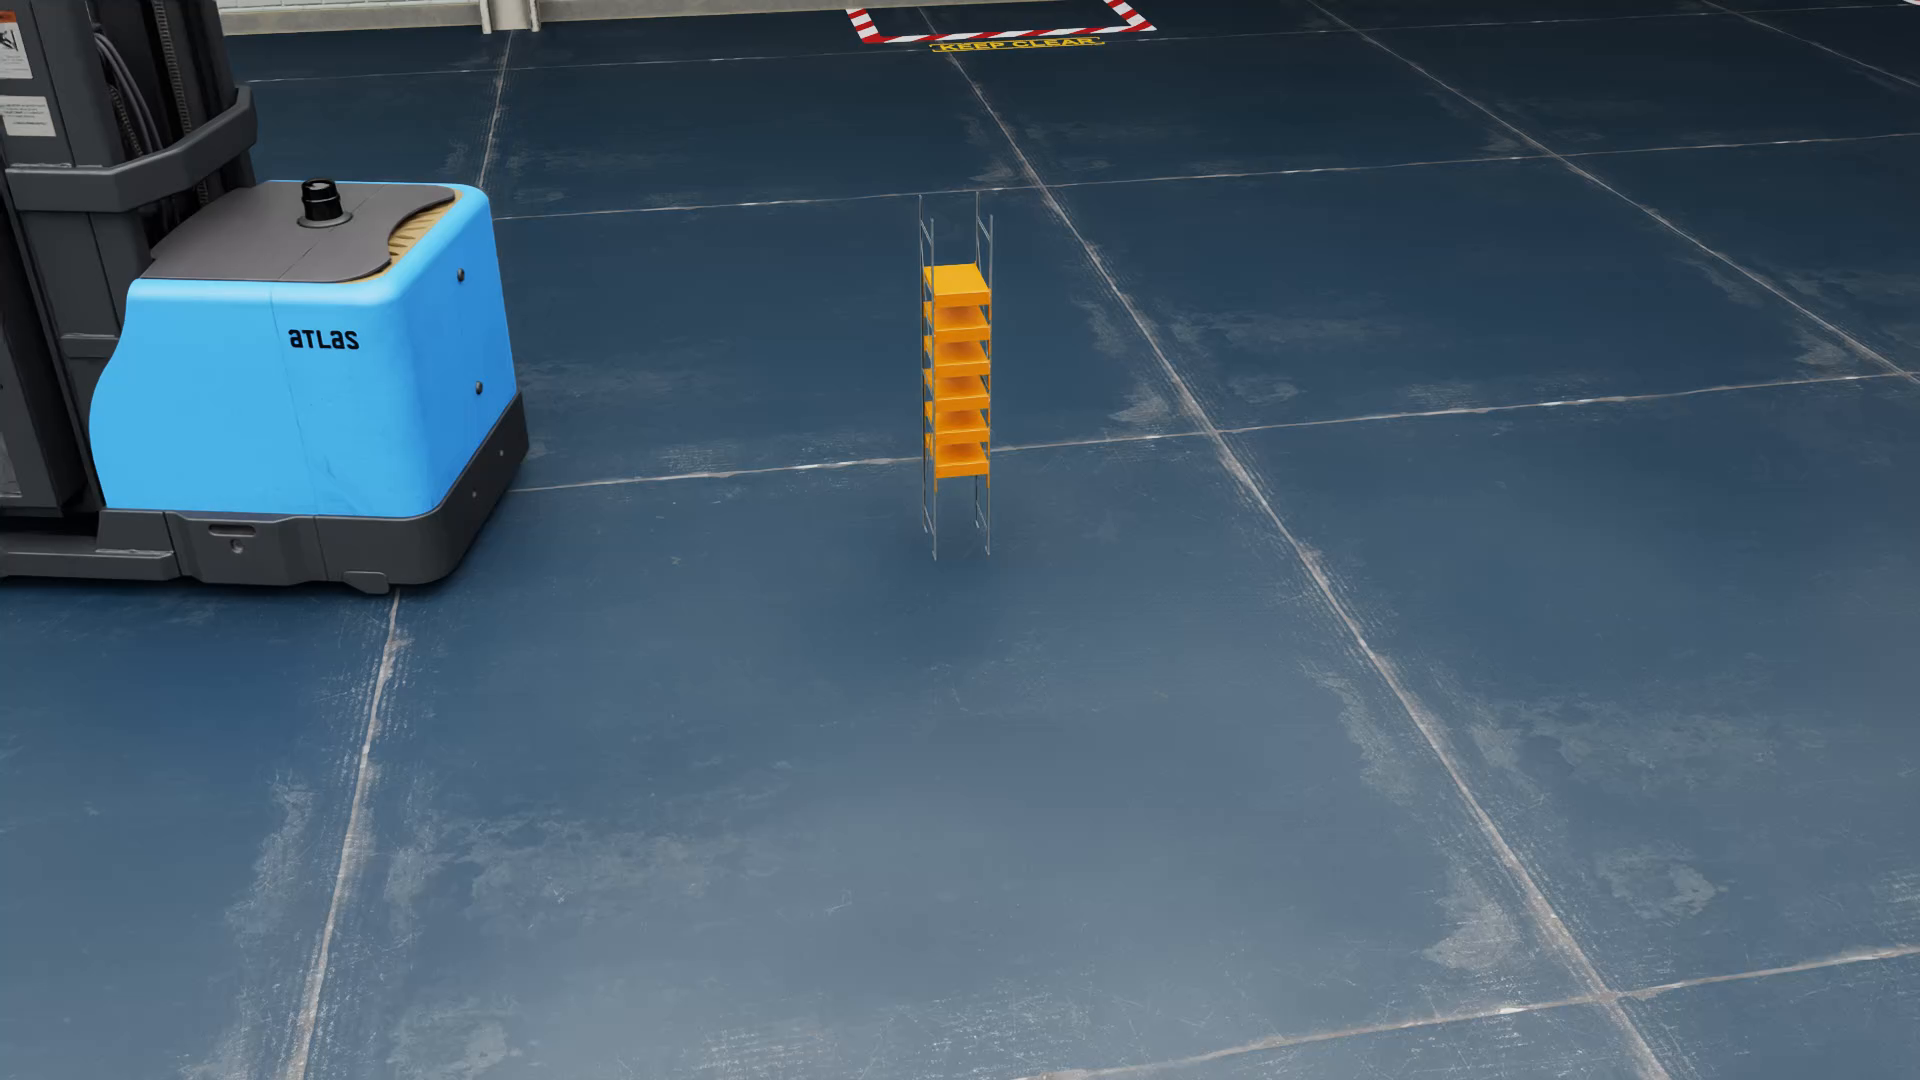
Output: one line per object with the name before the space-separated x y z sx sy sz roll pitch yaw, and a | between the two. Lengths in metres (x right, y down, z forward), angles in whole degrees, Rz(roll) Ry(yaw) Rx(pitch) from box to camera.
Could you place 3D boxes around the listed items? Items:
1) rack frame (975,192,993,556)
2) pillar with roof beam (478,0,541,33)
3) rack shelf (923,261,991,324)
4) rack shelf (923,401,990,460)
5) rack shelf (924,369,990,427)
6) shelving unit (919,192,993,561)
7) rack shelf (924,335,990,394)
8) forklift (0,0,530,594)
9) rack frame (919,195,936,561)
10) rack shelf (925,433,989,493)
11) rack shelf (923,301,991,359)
rack frame | 0.076 -0.524 5.458 0.006 1.200 0.240 -5 31 -9
pillar with roof beam | -2.478 -5.462 6.161 0.400 9.000 9.100 -5 31 -9
rack shelf | -0.014 -0.788 5.284 0.180 0.103 0.258 -5 31 -9
rack shelf | -0.014 -0.374 5.527 0.180 0.103 0.258 -5 31 -9
rack shelf | -0.014 -0.478 5.466 0.180 0.103 0.258 -5 31 -9
shelving unit | -0.014 -0.516 5.444 0.189 1.200 0.258 -5 31 -9
rack shelf | -0.014 -0.581 5.405 0.180 0.103 0.258 -5 31 -9
forklift | -3.140 -1.371 5.190 3.031 2.935 1.130 2 31 3
rack frame | -0.104 -0.508 5.429 0.006 1.200 0.240 -5 31 -9
rack shelf | -0.014 -0.271 5.588 0.180 0.103 0.258 -5 31 -9
rack shelf | -0.014 -0.684 5.344 0.180 0.103 0.258 -5 31 -9
